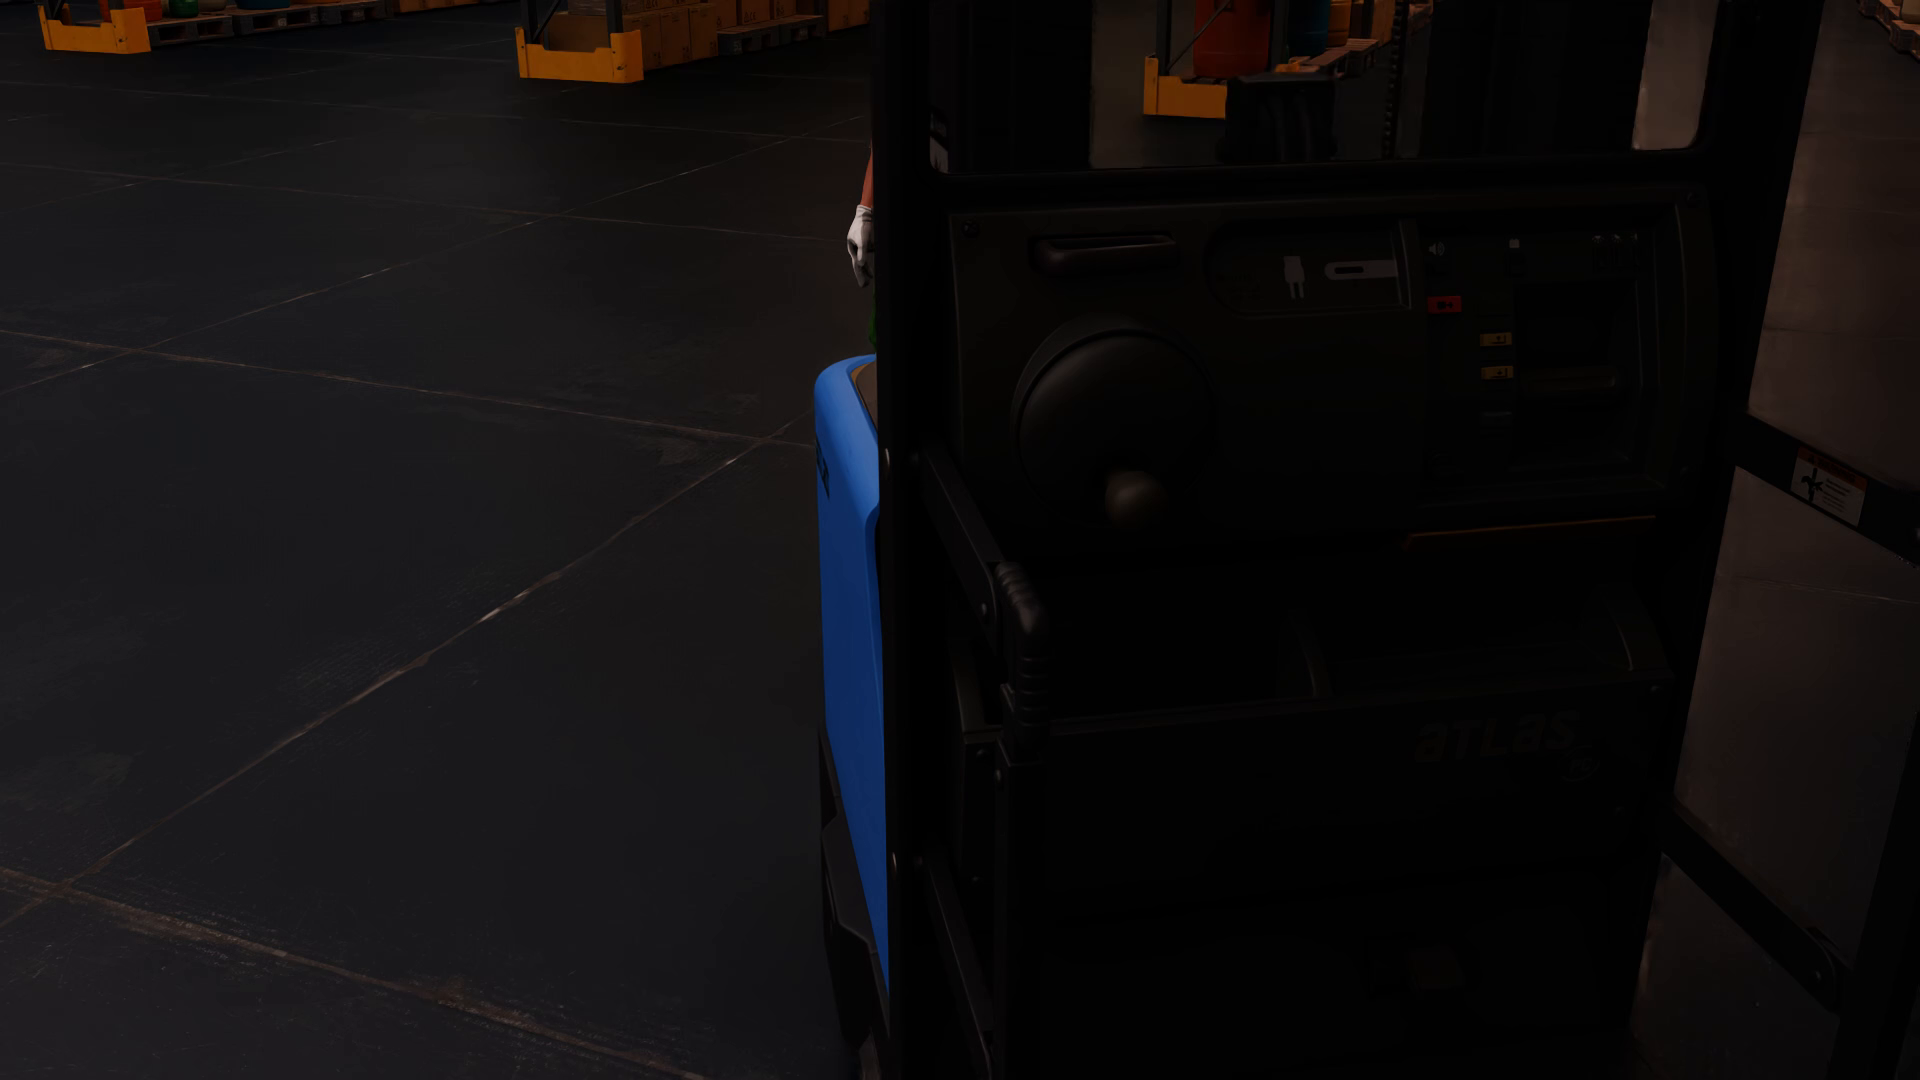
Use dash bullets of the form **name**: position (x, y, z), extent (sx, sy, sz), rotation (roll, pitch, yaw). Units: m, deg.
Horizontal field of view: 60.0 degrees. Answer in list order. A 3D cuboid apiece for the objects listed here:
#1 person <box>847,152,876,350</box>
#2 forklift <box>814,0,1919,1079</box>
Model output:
- **person**: position (-0.041, -0.804, 4.680), extent (0.638, 1.789, 0.562), rotation (9, 24, 21)
- **forklift**: position (0.490, -0.189, 1.744), extent (1.130, 2.935, 3.031), rotation (-4, 23, -10)
